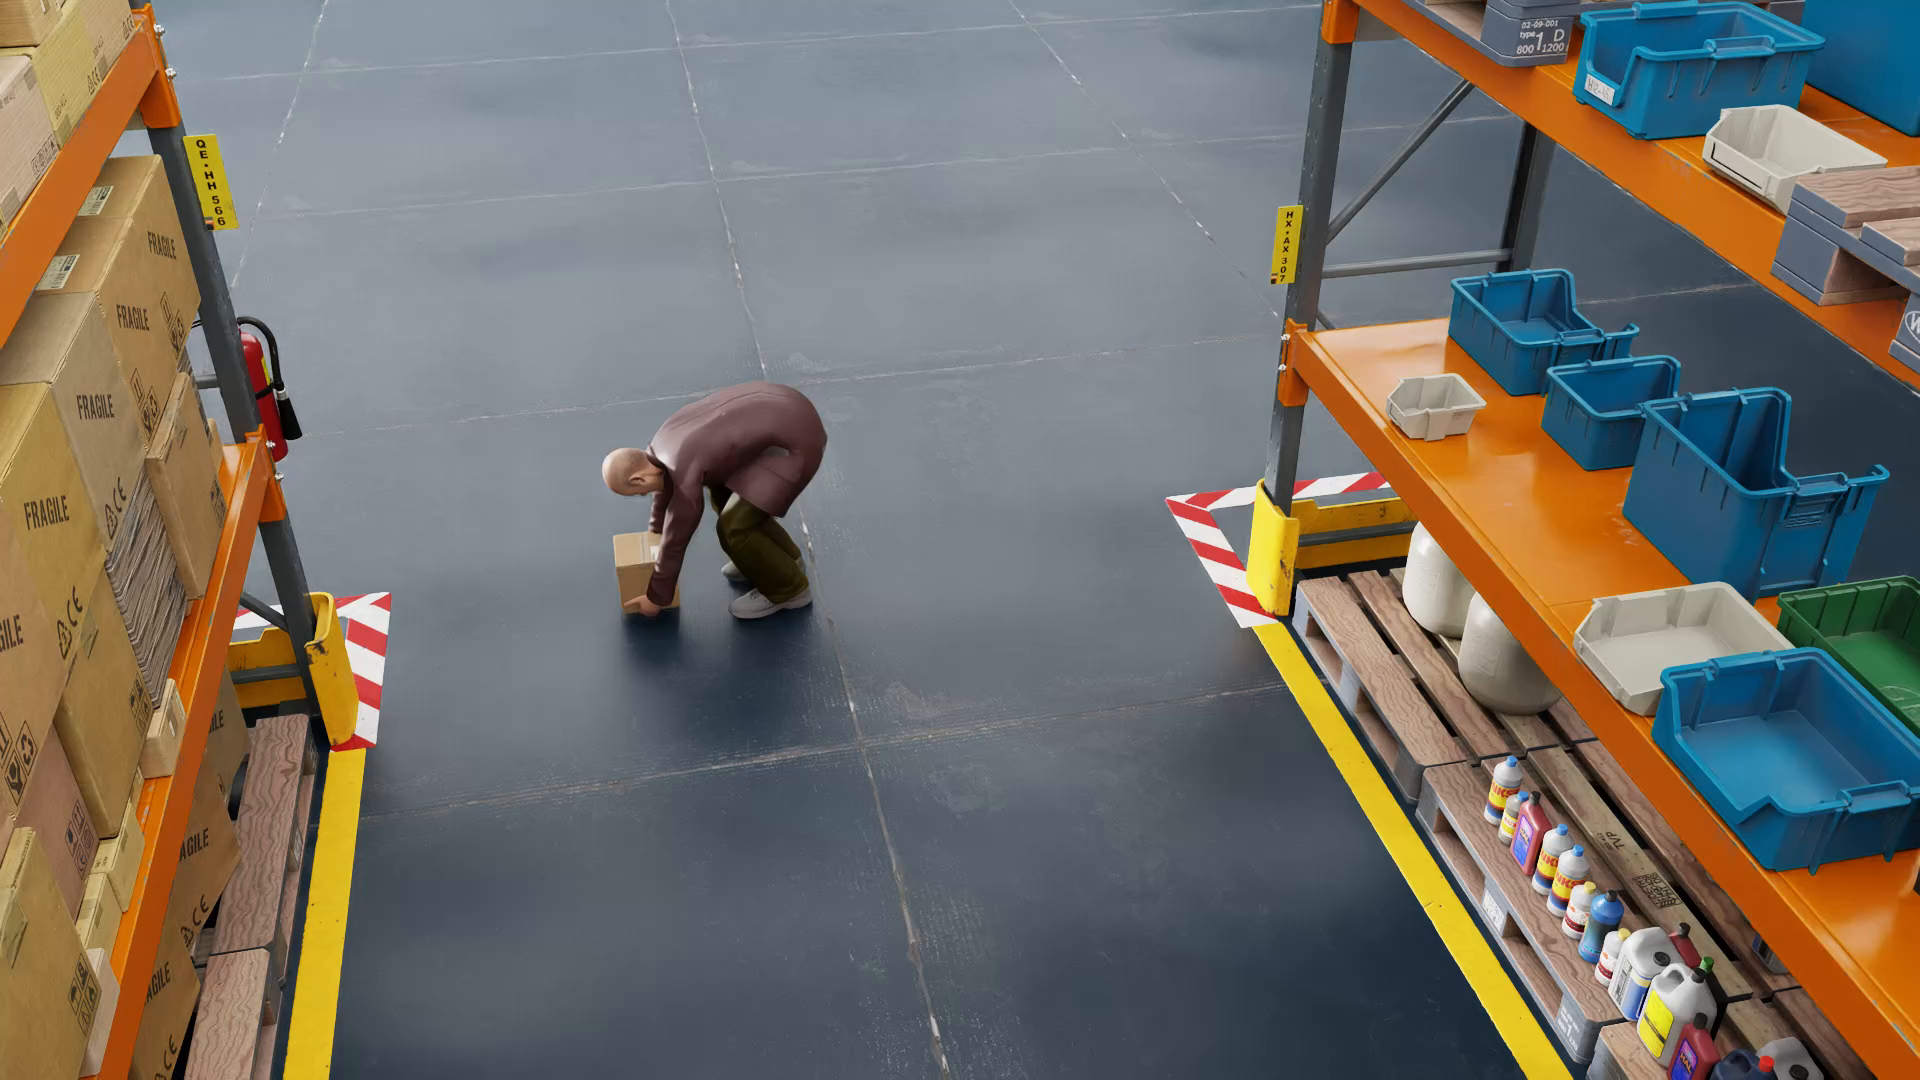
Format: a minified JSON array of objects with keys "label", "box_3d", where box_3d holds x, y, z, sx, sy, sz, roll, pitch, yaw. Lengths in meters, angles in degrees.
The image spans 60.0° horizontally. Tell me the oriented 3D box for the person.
[{"label":"person","box_3d":[-1.023,-0.165,7.086,0.943,1.010,0.590,-9,35,-13]}]
